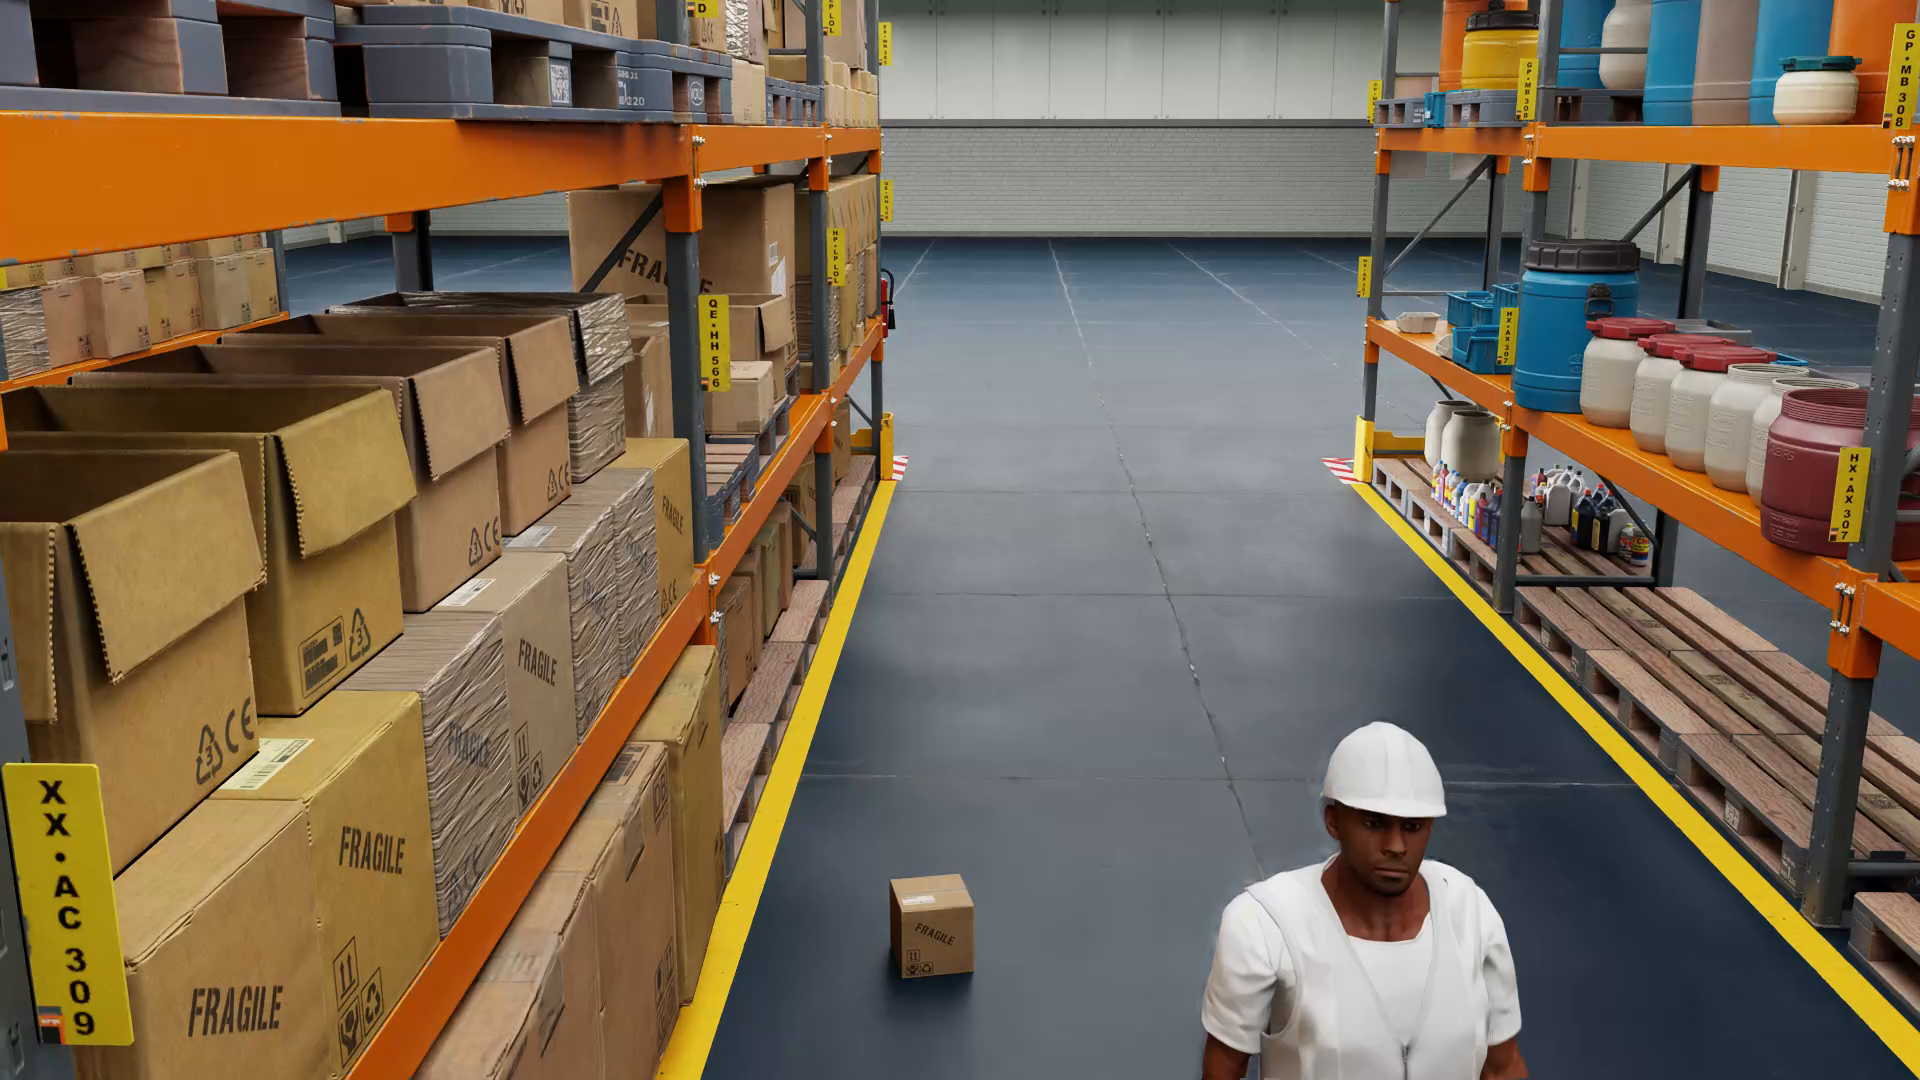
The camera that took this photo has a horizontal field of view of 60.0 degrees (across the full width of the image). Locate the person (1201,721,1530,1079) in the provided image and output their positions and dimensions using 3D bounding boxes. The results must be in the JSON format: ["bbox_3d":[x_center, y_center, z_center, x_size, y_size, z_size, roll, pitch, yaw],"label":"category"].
[{"bbox_3d":[0.753,1.230,3.004,0.567,1.829,0.617,-3,14,-12],"label":"person"}]
